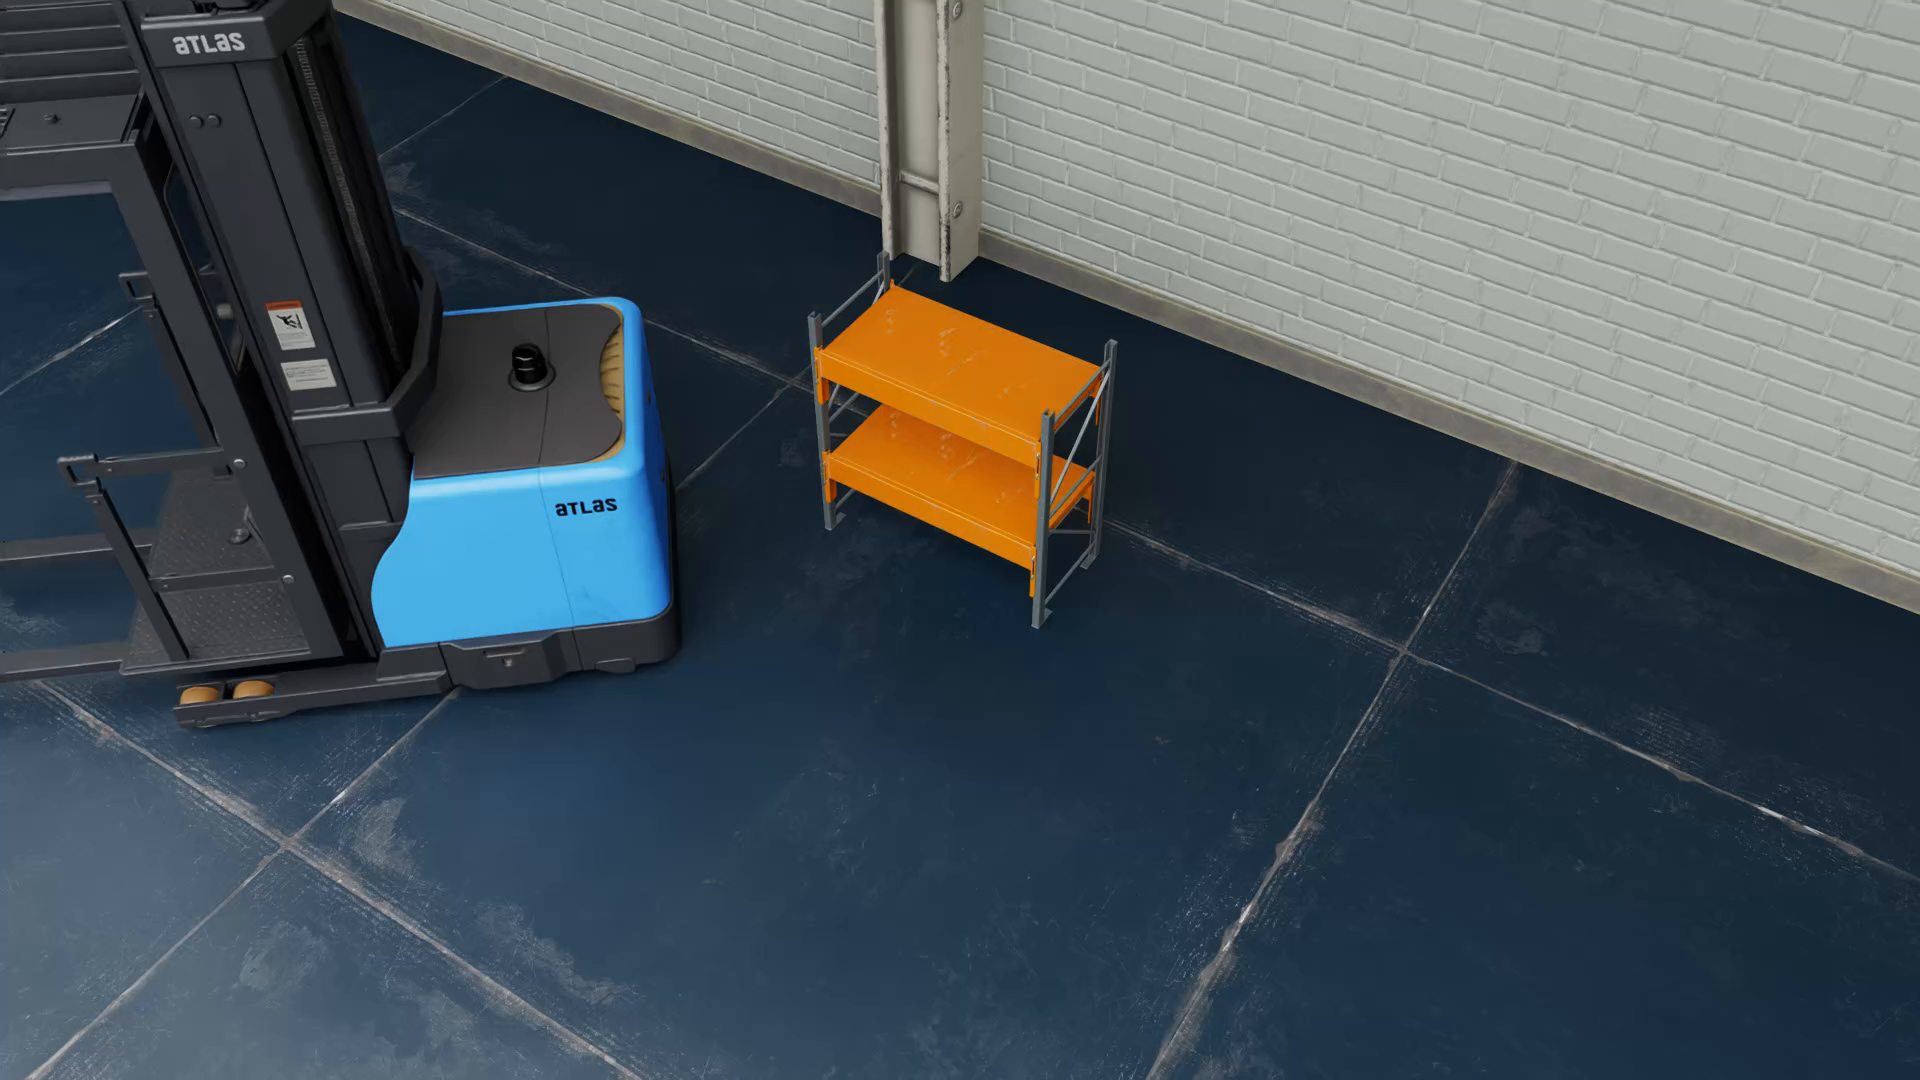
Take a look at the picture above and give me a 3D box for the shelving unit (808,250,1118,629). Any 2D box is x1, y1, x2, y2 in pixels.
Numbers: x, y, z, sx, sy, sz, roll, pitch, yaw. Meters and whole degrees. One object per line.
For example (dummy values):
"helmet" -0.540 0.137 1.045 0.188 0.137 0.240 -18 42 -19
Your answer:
"shelving unit" 0.006 -0.389 6.566 1.048 1.125 0.538 25 51 22

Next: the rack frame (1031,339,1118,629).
"rack frame" 0.434 -0.193 6.375 0.032 1.125 0.500 25 51 22

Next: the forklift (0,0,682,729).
"forklift" -2.648 -0.721 5.629 3.031 2.935 1.130 -6 46 -6

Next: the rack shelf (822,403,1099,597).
"rack shelf" 0.006 -0.219 6.741 1.000 0.278 0.538 25 51 22

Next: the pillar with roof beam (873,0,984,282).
"pillar with roof beam" -2.464 -1.976 2.617 0.400 9.000 9.100 25 51 22

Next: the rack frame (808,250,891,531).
"rack frame" -0.422 -0.586 6.757 0.032 1.125 0.500 25 51 22

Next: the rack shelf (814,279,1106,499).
"rack shelf" 0.006 -0.593 6.356 1.000 0.278 0.538 25 51 22
